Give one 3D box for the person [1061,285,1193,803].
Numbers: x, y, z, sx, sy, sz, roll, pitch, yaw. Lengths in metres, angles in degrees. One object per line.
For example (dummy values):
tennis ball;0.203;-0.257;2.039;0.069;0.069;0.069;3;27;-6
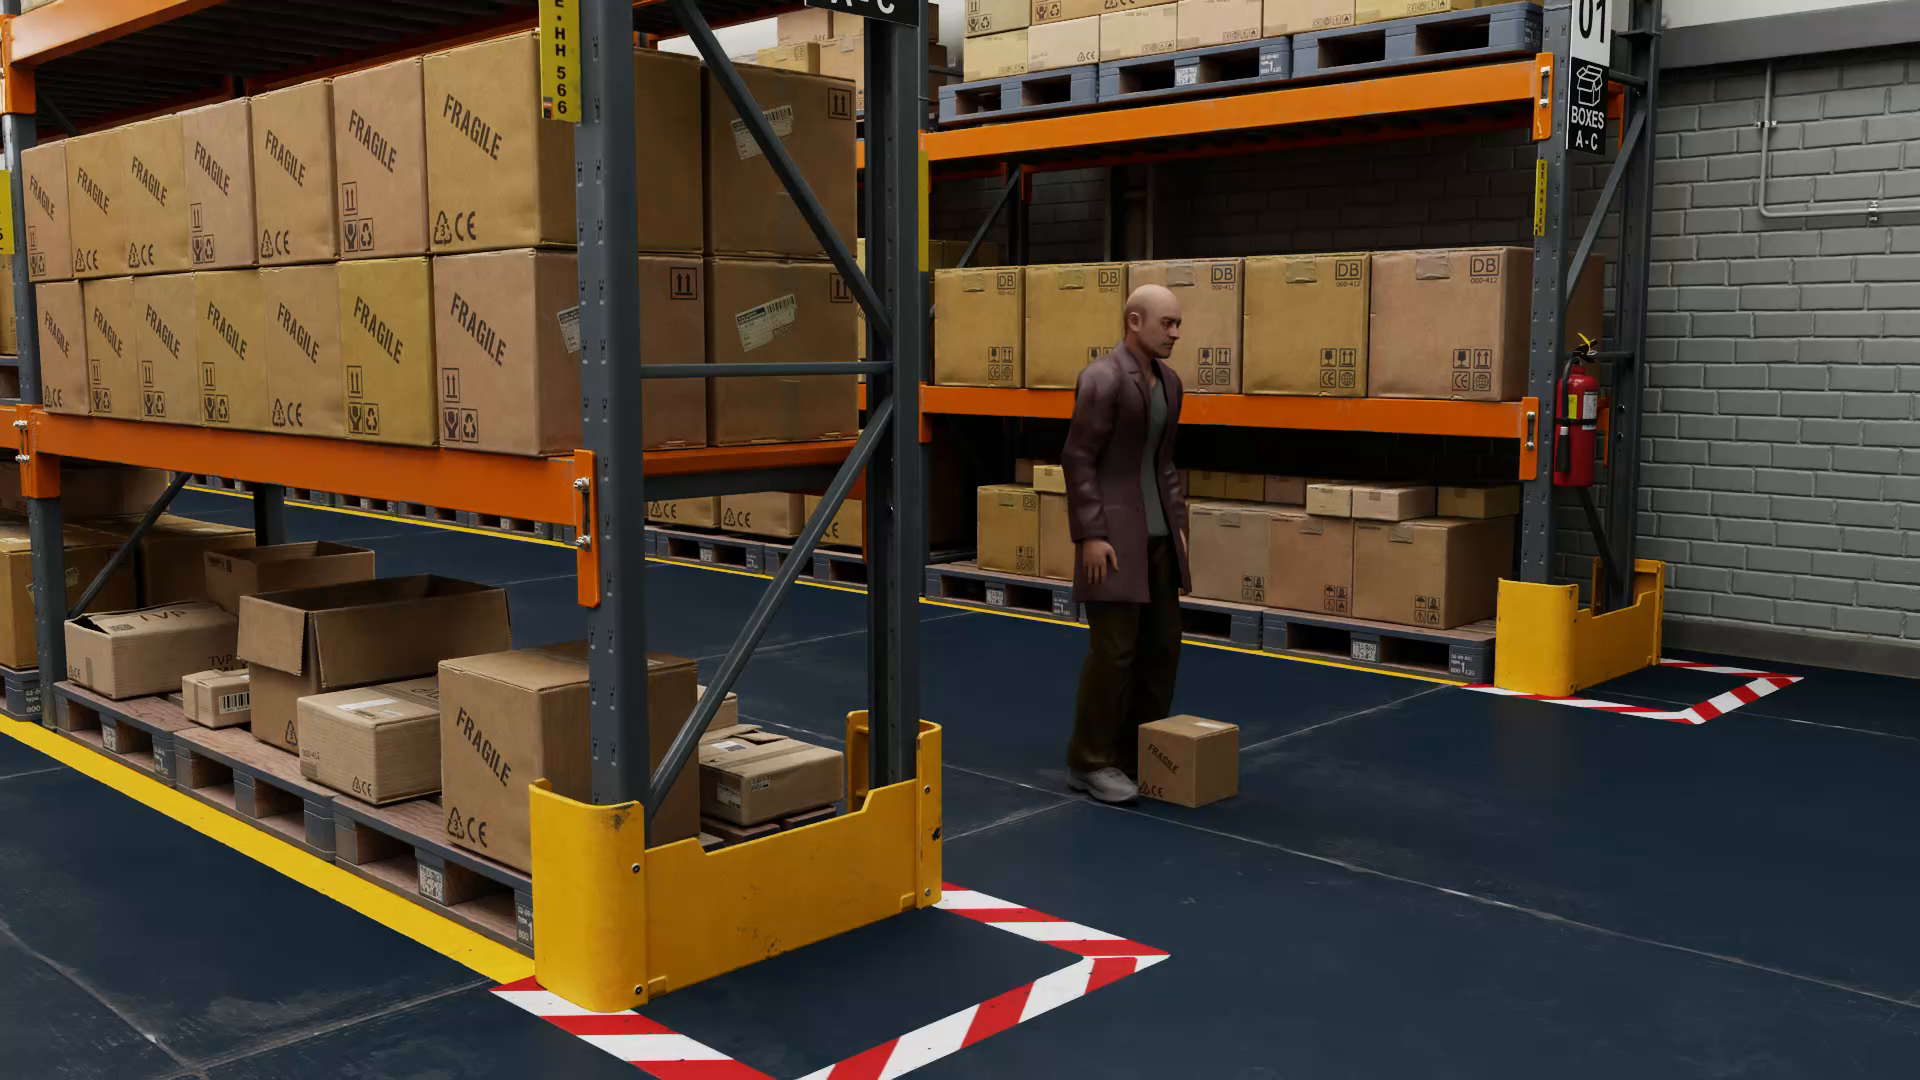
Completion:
person;0.612;-0.007;5.876;0.428;1.772;0.640;6;9;41
